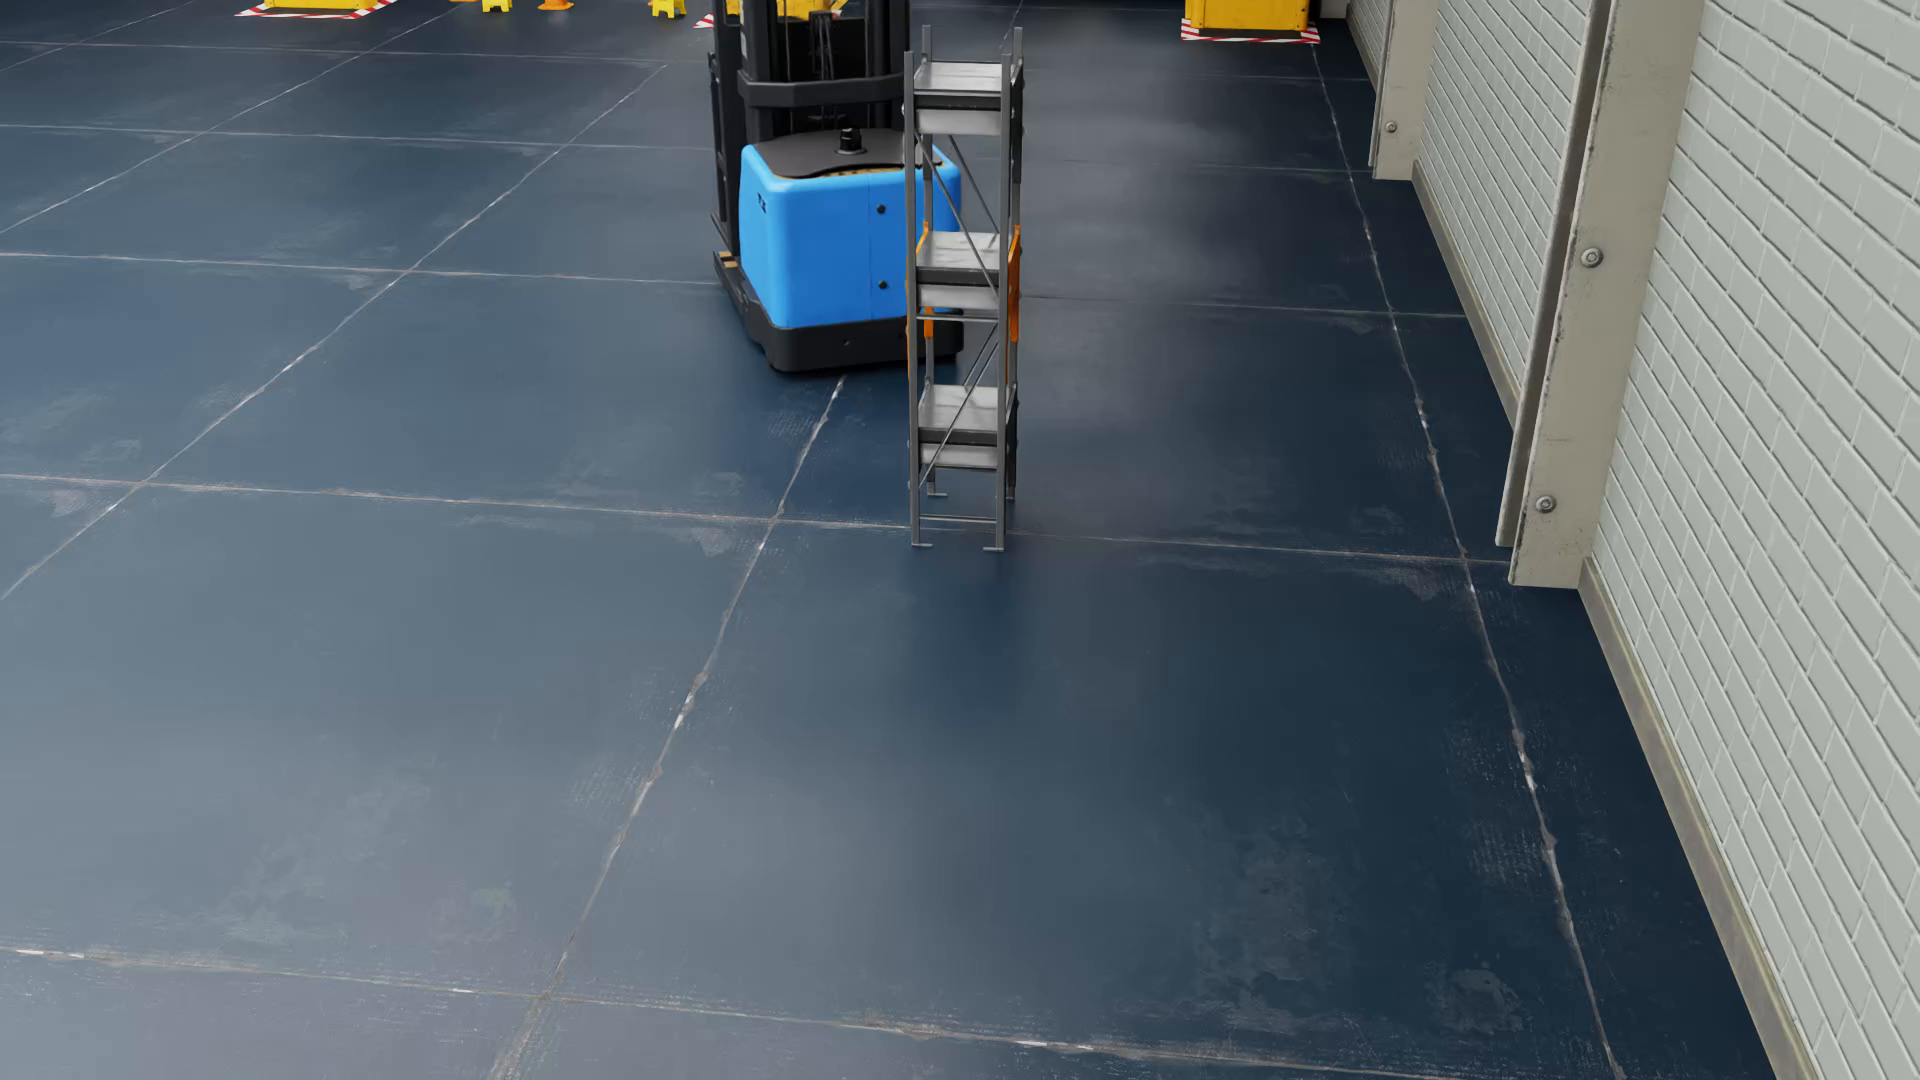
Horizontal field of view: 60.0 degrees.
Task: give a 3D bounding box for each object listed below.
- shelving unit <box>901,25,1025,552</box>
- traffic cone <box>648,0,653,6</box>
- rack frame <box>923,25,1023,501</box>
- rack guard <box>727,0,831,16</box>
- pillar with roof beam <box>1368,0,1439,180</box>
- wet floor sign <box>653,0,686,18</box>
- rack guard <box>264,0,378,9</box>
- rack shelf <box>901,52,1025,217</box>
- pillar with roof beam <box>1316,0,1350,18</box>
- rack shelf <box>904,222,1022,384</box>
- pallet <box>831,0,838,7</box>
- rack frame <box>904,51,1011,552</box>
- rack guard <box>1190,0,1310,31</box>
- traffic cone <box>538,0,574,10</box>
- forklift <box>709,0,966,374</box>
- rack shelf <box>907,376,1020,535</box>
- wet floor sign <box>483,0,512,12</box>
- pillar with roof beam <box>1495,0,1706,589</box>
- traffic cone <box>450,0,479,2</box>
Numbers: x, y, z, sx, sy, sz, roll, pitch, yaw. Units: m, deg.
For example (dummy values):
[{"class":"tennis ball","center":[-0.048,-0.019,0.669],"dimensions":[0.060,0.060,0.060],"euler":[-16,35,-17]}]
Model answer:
[{"class":"shelving unit","center":[0.020,-1.002,6.897],"dimensions":[0.431,2.100,0.503],"euler":[3,28,6]},{"class":"traffic cone","center":[-3.203,-6.040,17.973],"dimensions":[0.336,0.463,0.334],"euler":[3,28,6]},{"class":"rack frame","center":[0.050,-1.117,7.110],"dimensions":[0.400,2.100,0.015],"euler":[3,28,6]},{"class":"rack guard","center":[-1.966,-5.814,17.516],"dimensions":[1.175,0.500,0.348],"euler":[3,28,6]},{"class":"pillar with roof beam","center":[-1.076,-6.935,10.634],"dimensions":[9.100,9.000,0.400],"euler":[3,28,6]},{"class":"wet floor sign","center":[-3.060,-5.815,17.364],"dimensions":[0.267,0.644,0.232],"euler":[14,31,24]},{"class":"rack guard","center":[-6.903,-6.007,17.874],"dimensions":[1.175,0.500,0.348],"euler":[3,28,6]},{"class":"rack shelf","center":[0.020,-1.607,6.571],"dimensions":[0.431,0.518,0.480],"euler":[3,28,6]},{"class":"pillar with roof beam","center":[-0.341,-9.759,15.877],"dimensions":[9.100,9.000,0.400],"euler":[3,28,6]},{"class":"rack shelf","center":[0.020,-0.990,6.903],"dimensions":[0.431,0.518,0.480],"euler":[3,28,6]},{"class":"pallet","center":[-1.831,-6.068,18.290],"dimensions":[1.003,0.211,1.213],"euler":[3,28,6]},{"class":"rack frame","center":[-0.010,-0.887,6.683],"dimensions":[0.400,2.100,0.015],"euler":[3,28,6]},{"class":"rack guard","center":[2.949,-5.481,16.896],"dimensions":[1.175,0.500,0.348],"euler":[3,28,6]},{"class":"traffic cone","center":[-4.346,-5.944,17.796],"dimensions":[0.336,0.463,0.334],"euler":[3,28,6]},{"class":"forklift","center":[-0.877,-2.843,9.437],"dimensions":[1.130,2.935,3.031],"euler":[-8,29,-14]},{"class":"rack shelf","center":[0.020,-0.374,7.235],"dimensions":[0.431,0.518,0.480],"euler":[3,28,6]},{"class":"wet floor sign","center":[-4.938,-5.954,17.622],"dimensions":[0.267,0.644,0.232],"euler":[-1,28,-3]},{"class":"pillar with roof beam","center":[-1.811,-4.110,5.392],"dimensions":[9.100,9.000,0.400],"euler":[3,28,6]},{"class":"traffic cone","center":[-5.426,-6.170,18.214],"dimensions":[0.336,0.463,0.334],"euler":[3,28,6]}]
